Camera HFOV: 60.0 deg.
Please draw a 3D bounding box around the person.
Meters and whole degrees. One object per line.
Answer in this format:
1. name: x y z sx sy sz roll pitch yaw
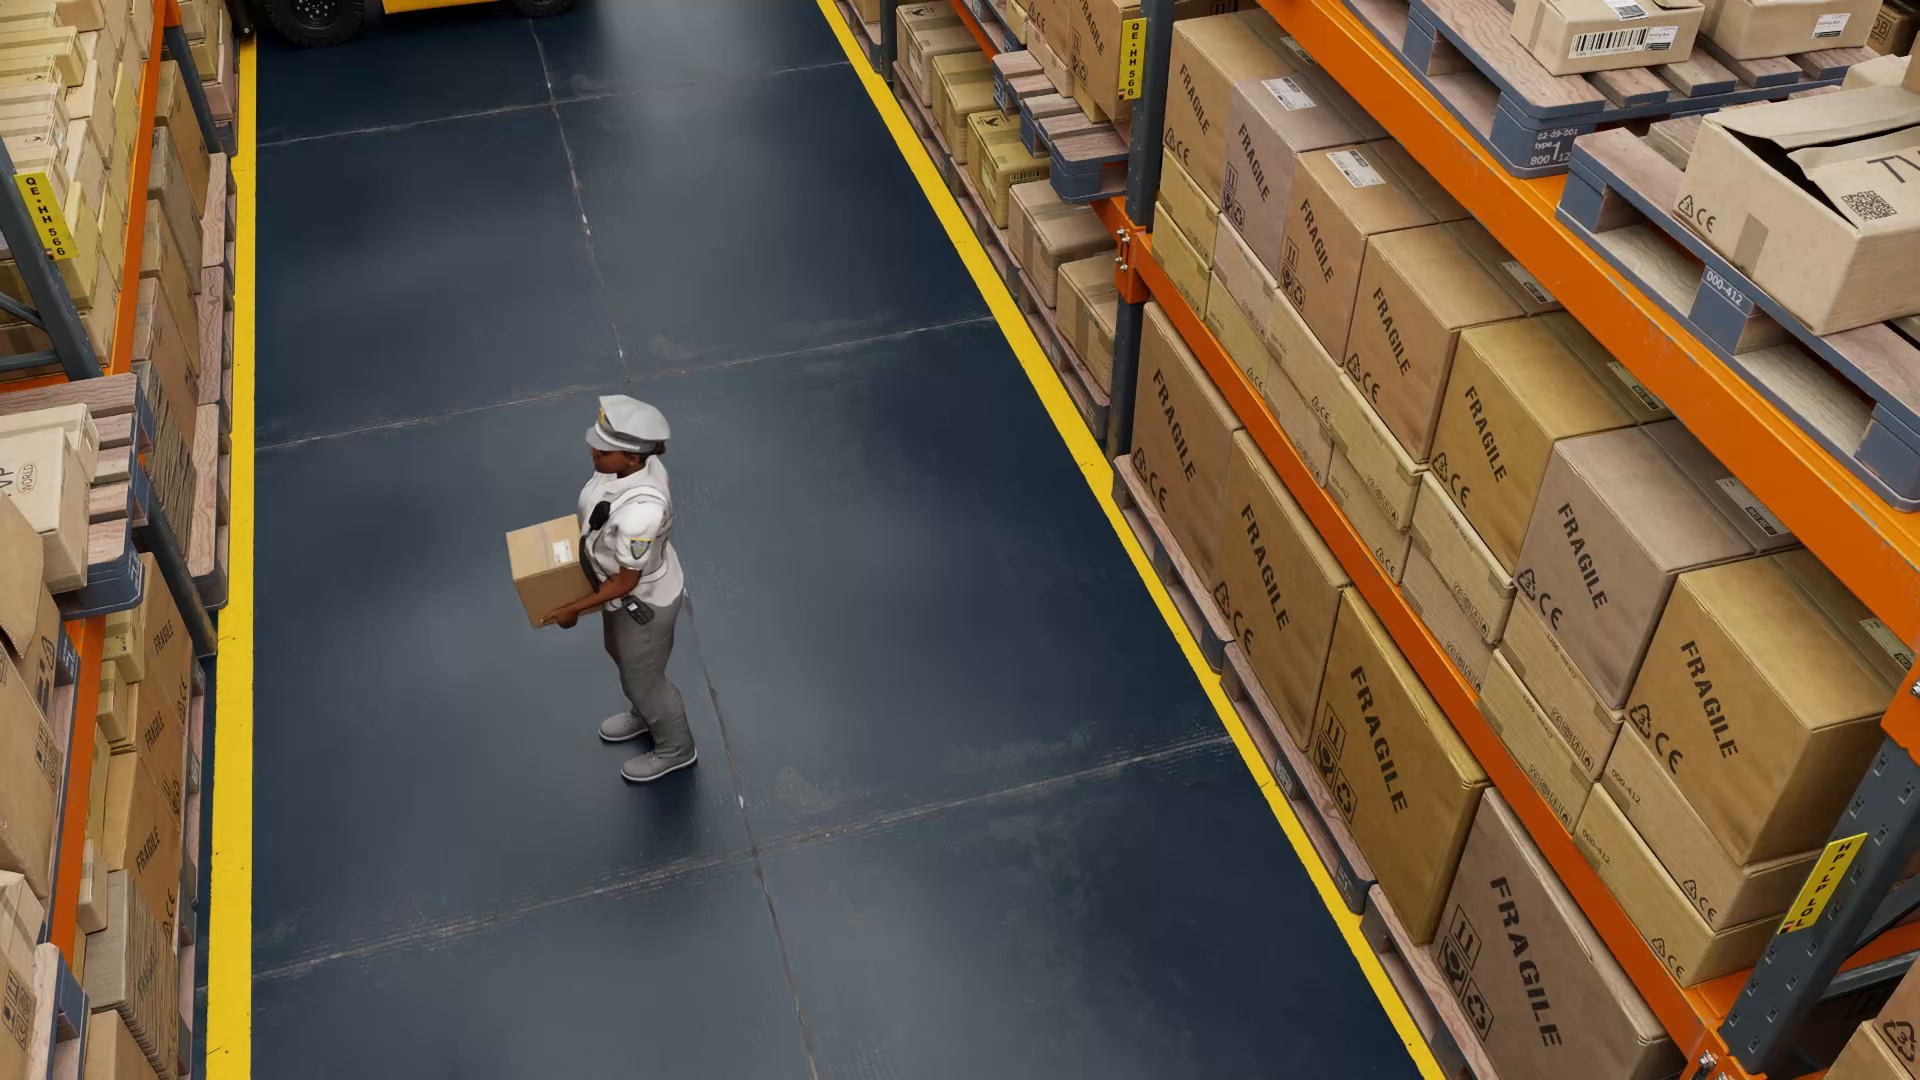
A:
1. person: -1.227 0.189 5.934 0.540 1.688 0.450 -12 44 -12
